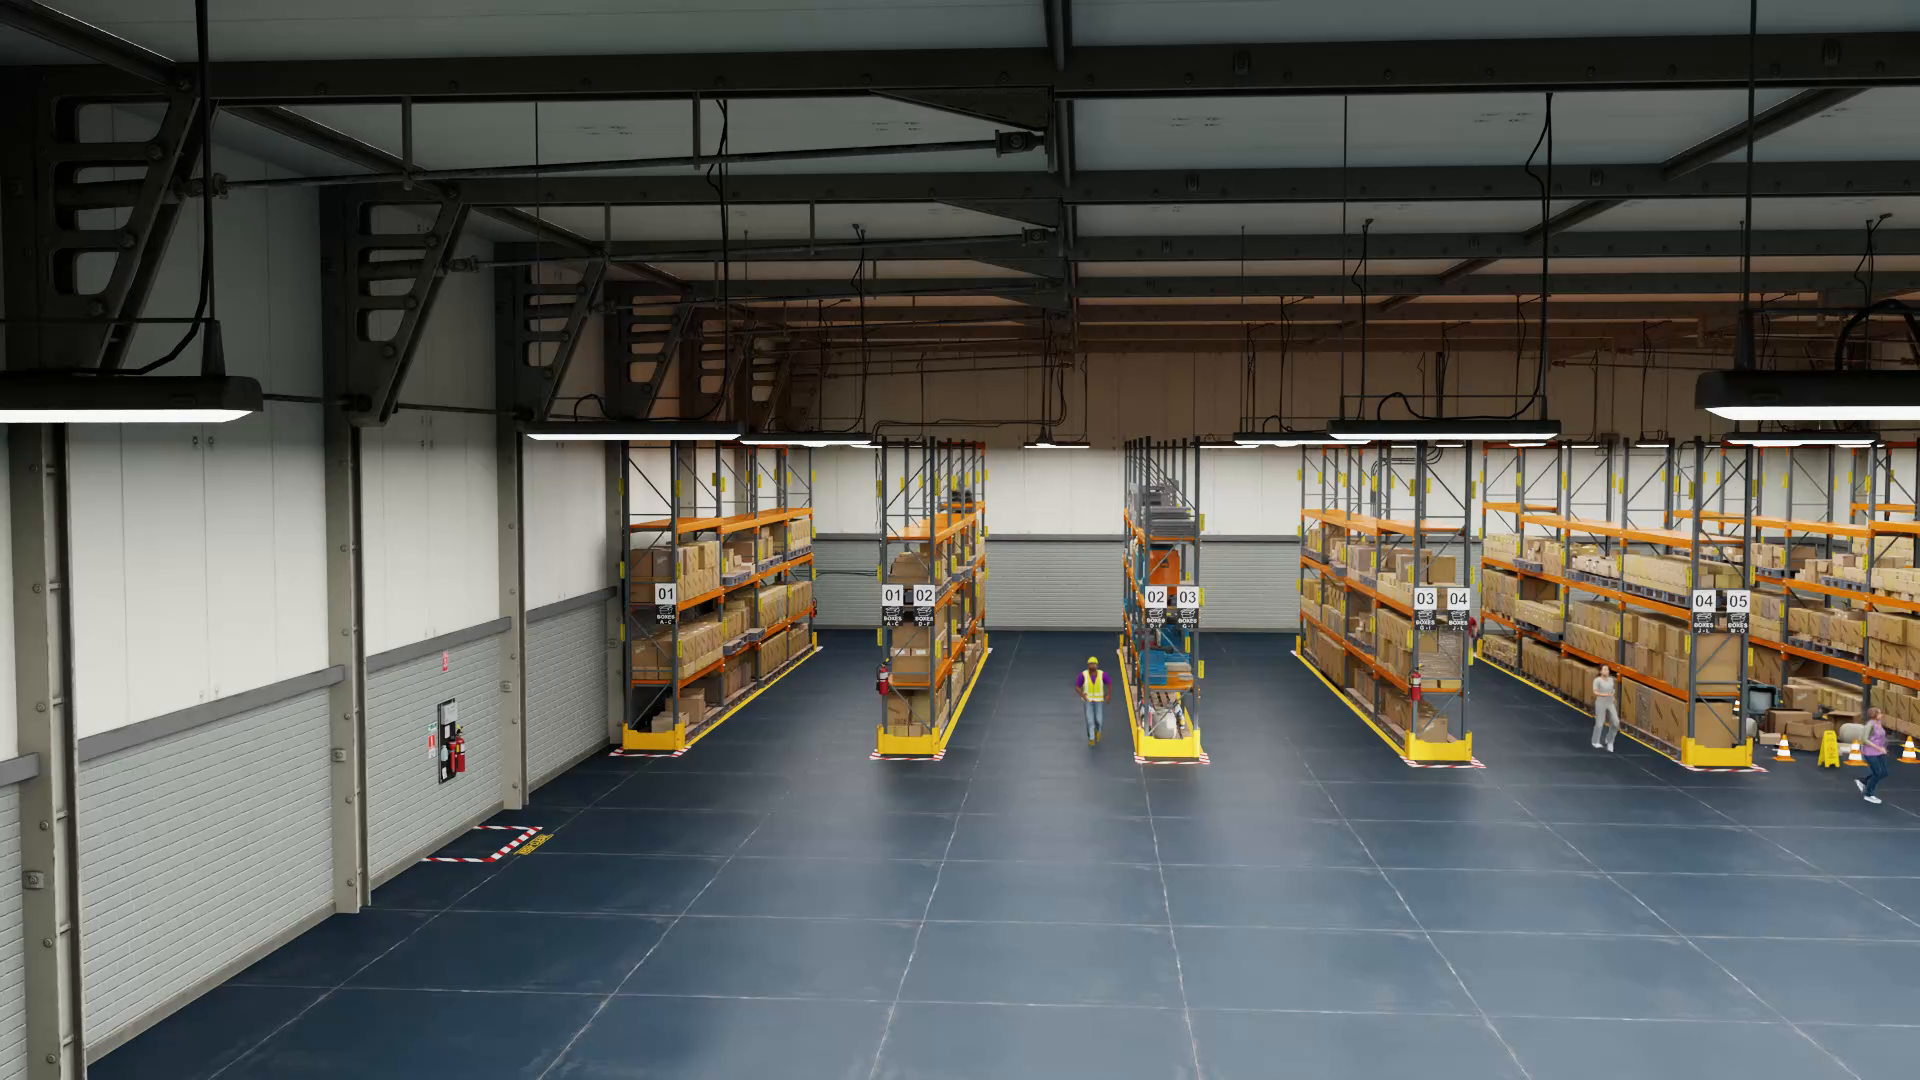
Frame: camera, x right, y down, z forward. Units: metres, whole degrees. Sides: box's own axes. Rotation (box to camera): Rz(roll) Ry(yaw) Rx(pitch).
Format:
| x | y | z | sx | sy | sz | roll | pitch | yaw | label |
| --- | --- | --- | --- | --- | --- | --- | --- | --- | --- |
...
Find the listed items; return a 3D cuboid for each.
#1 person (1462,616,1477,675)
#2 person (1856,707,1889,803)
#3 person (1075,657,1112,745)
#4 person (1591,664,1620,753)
| x | y | z | sx | sy | sz | roll | pitch | yaw | label |
| --- | --- | --- | --- | --- | --- | --- | --- | --- | --- |
| 12.979 | 2.605 | 42.783 | 0.671 | 1.754 | 0.737 | 1 | 3 | 11 | person |
| 14.861 | 3.501 | 27.106 | 0.544 | 1.553 | 0.539 | -2 | 4 | -38 | person |
| 2.602 | 3.130 | 32.308 | 0.733 | 1.727 | 0.601 | 0 | 3 | 1 | person |
| 12.295 | 3.195 | 31.679 | 0.533 | 1.680 | 0.699 | 0 | 3 | -7 | person |
